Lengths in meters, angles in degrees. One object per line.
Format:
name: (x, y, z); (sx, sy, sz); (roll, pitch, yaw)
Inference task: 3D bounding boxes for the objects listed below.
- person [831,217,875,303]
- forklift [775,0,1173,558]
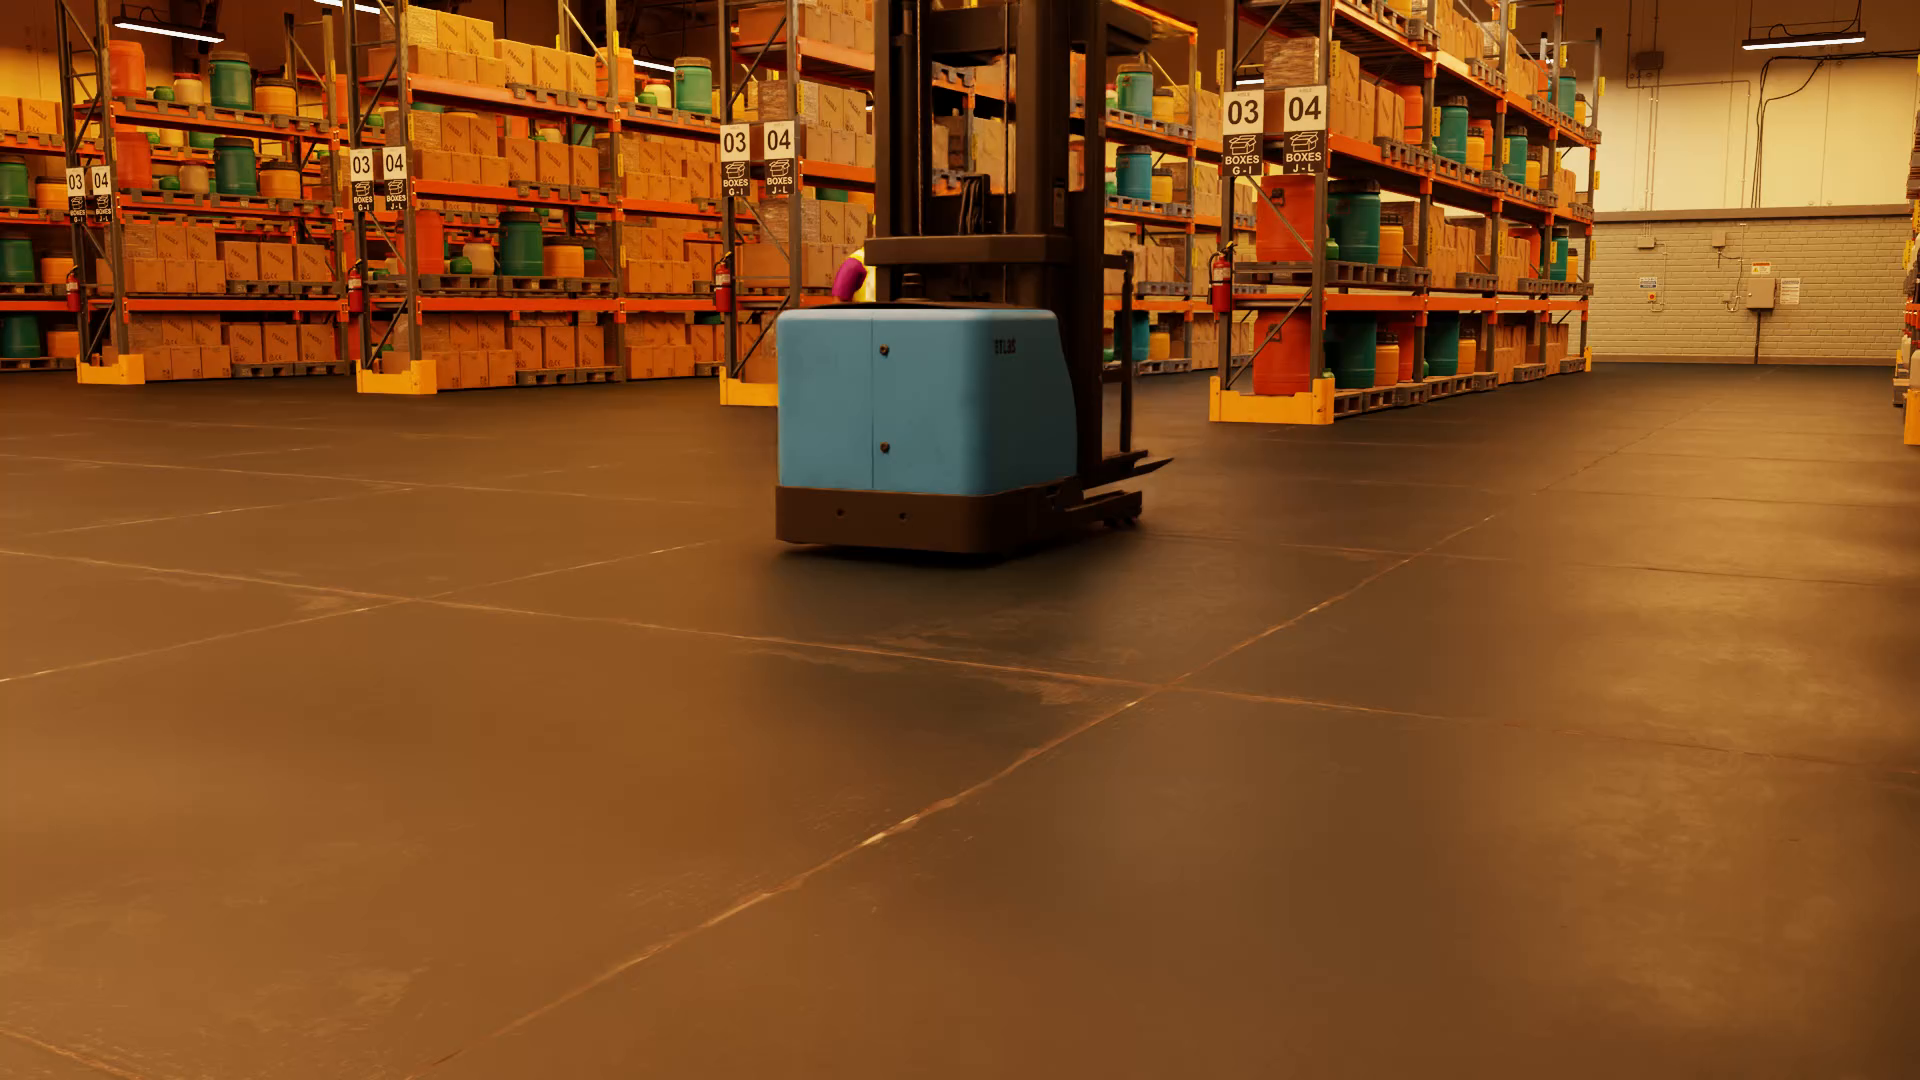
person: (-0.481, -1.311, 10.963); (0.831, 1.738, 0.425); (-6, 10, -35)
forklift: (0.277, -1.537, 8.230); (1.130, 2.935, 3.031); (4, 9, 25)
